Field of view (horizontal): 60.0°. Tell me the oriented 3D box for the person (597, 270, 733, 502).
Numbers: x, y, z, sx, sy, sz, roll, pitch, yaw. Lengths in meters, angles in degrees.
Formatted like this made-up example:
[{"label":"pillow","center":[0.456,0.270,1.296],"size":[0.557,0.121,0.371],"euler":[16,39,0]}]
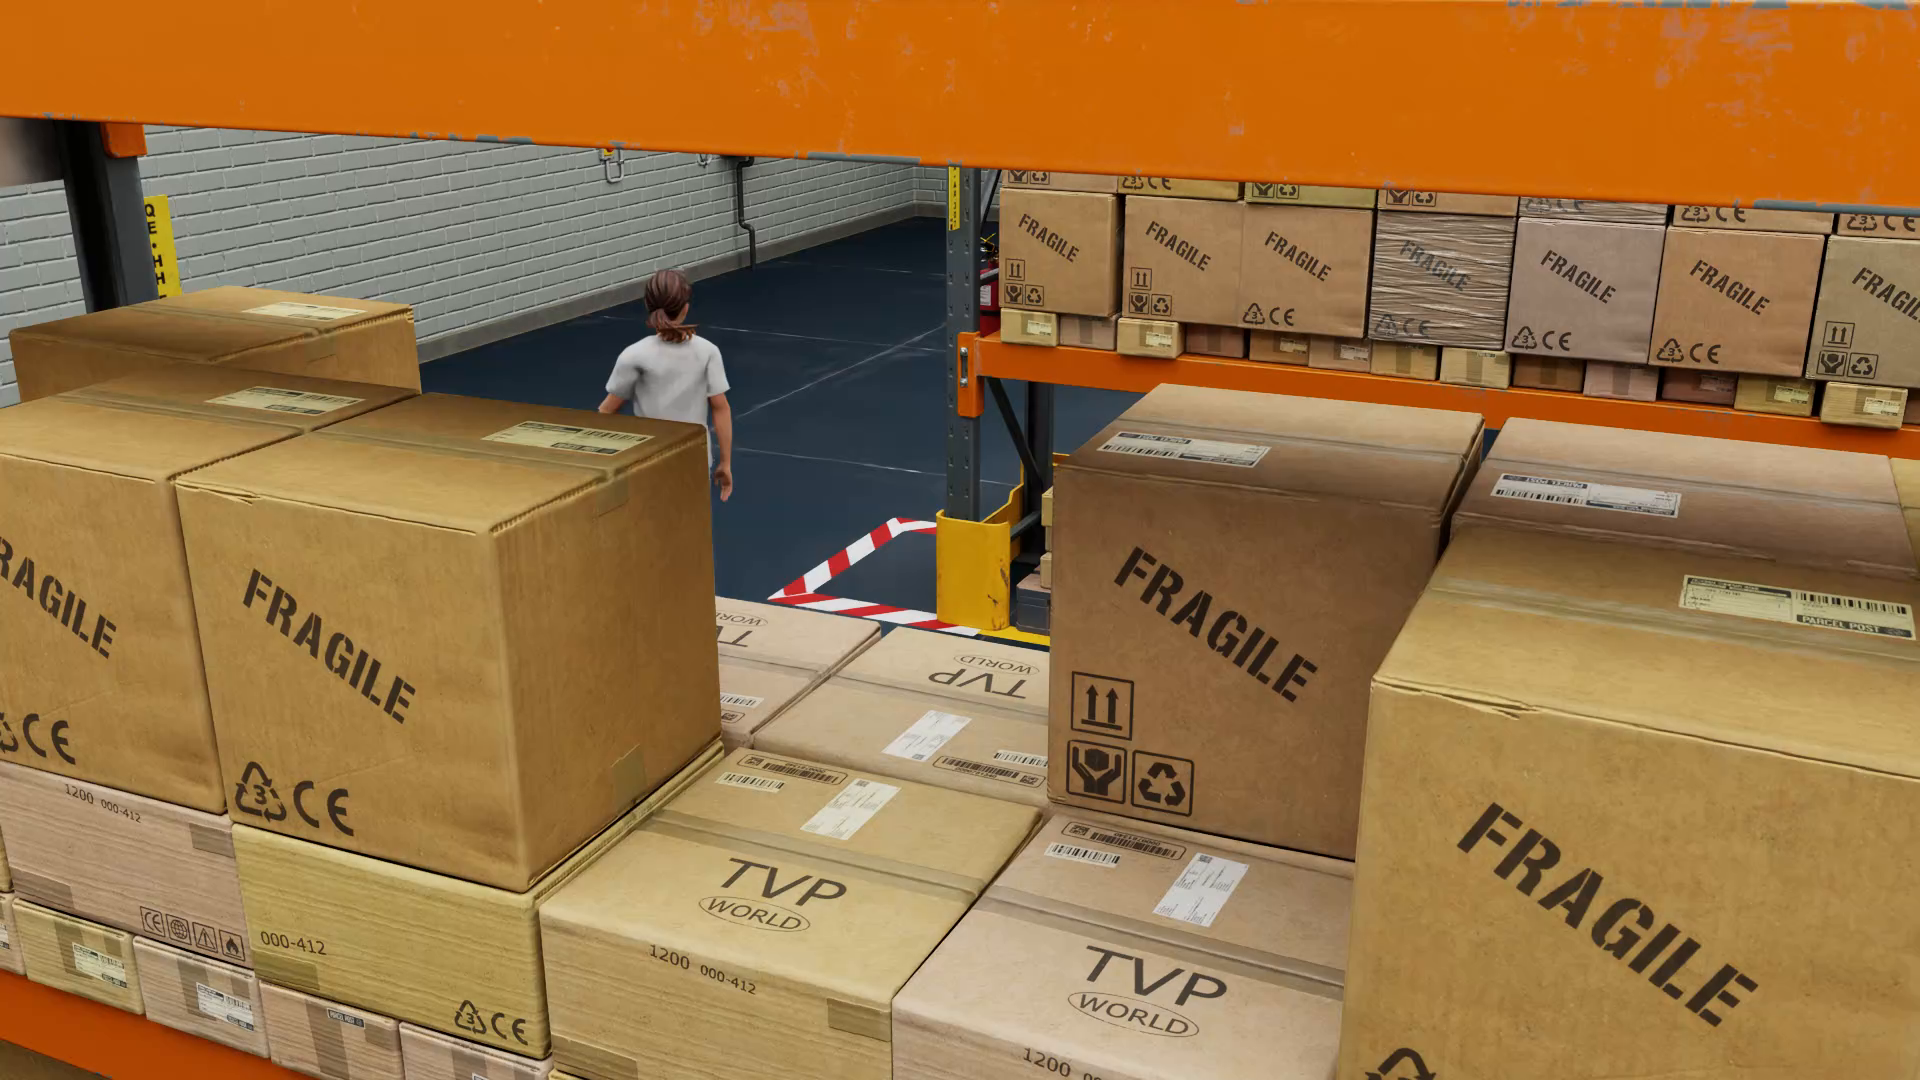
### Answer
[{"label":"person","center":[-1.258,-0.323,6.956],"size":[0.524,1.632,0.887],"euler":[-12,22,-31]}]
